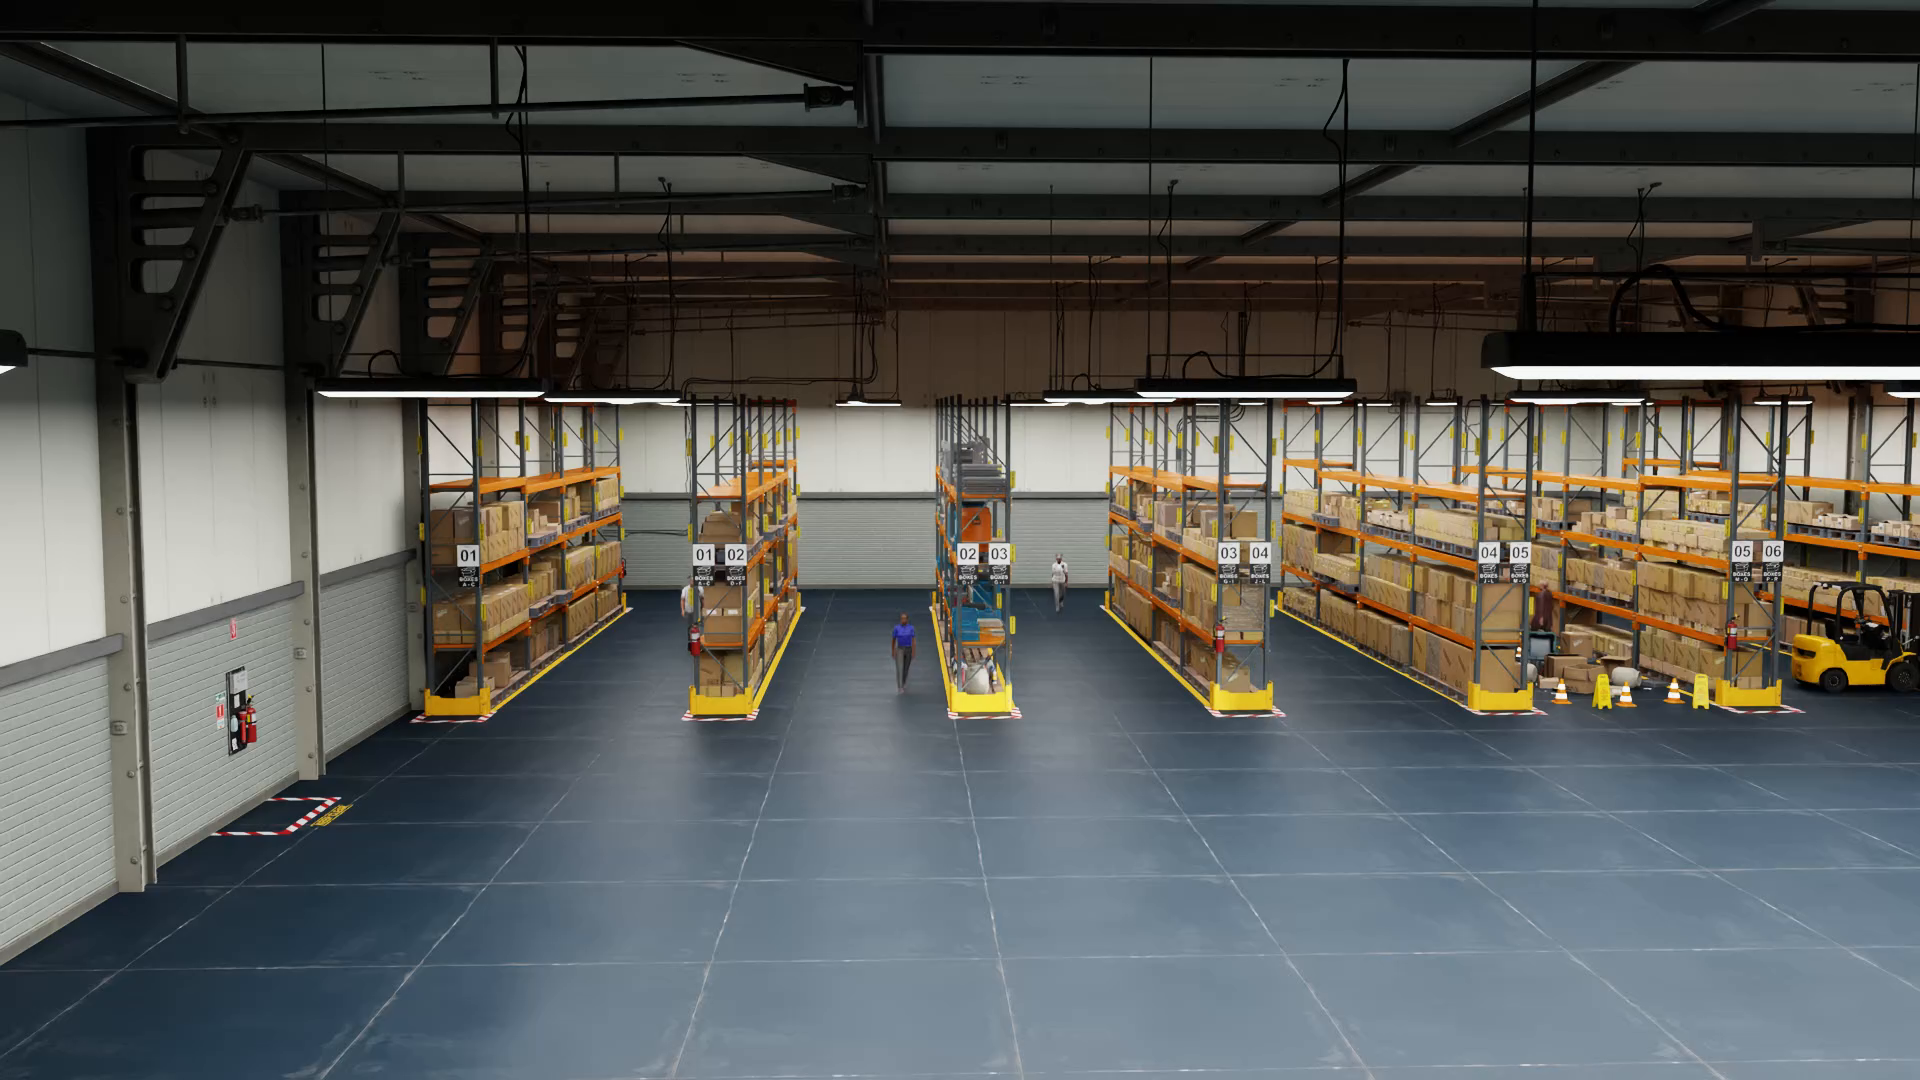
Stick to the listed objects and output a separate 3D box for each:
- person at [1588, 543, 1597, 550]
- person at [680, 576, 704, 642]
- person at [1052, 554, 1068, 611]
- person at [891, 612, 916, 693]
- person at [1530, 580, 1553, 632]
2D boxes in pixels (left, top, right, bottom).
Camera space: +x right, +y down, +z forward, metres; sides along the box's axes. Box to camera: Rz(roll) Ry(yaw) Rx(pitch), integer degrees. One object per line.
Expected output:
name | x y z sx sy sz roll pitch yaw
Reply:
person | 18.877 0.934 49.532 0.636 1.758 0.592 -1 5 -7
person | -6.468 1.687 40.097 0.526 1.702 1.077 0 4 1
person | 2.828 1.179 47.197 0.456 1.632 0.843 0 5 -4
person | -1.123 2.258 33.533 0.473 1.605 0.968 -1 5 -18
person | 13.497 1.834 38.358 0.570 1.814 0.583 -1 5 -16
